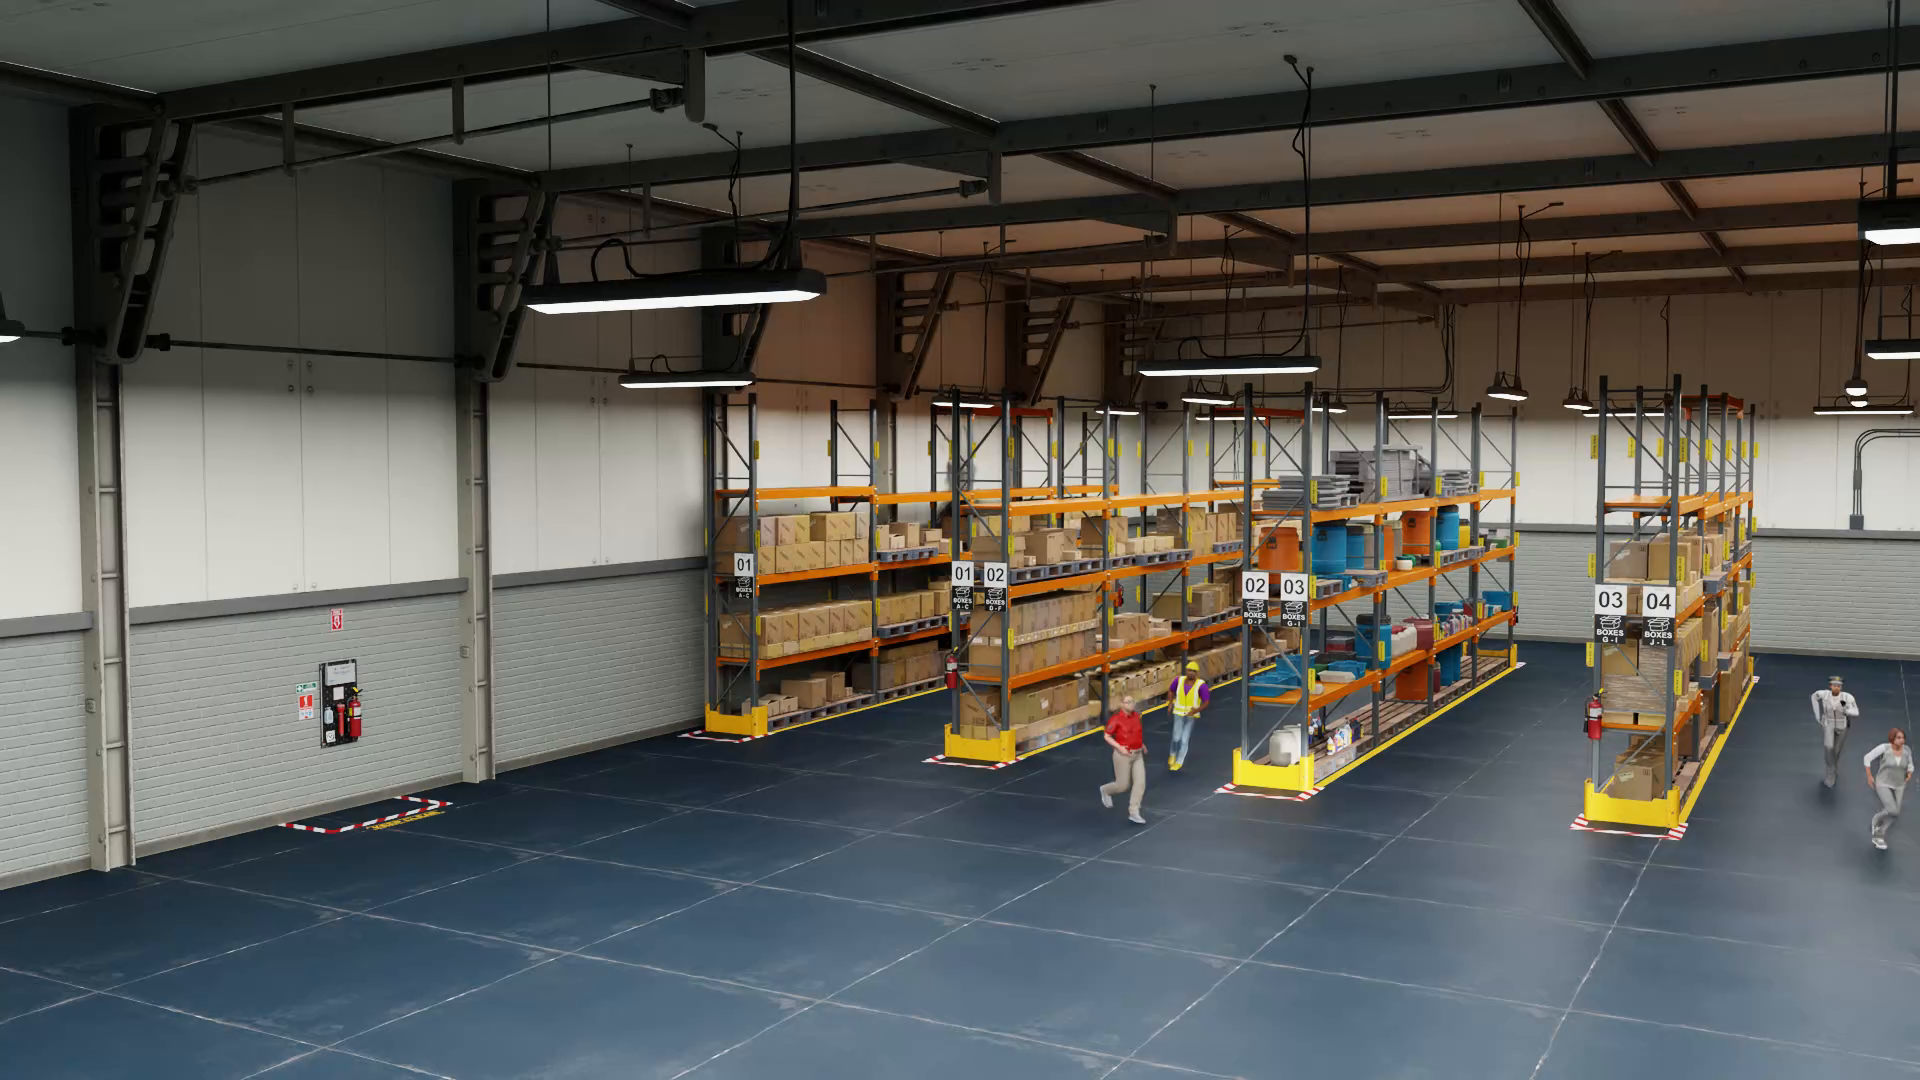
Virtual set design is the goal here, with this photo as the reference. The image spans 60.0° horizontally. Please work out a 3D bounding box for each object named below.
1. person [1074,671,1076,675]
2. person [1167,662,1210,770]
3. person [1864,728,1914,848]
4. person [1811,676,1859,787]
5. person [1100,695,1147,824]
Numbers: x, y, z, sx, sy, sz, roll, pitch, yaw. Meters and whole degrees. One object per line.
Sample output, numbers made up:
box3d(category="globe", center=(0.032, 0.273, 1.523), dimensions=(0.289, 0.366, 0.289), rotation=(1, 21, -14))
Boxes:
box3d(category="person", center=(2.297, 2.309, 33.839), dimensions=(0.669, 1.733, 0.760), rotation=(1, 3, 25))
box3d(category="person", center=(3.556, 2.748, 25.922), dimensions=(0.672, 1.705, 0.570), rotation=(1, 3, 14))
box3d(category="person", center=(11.656, 3.105, 20.800), dimensions=(0.511, 1.541, 0.588), rotation=(0, 3, -2))
box3d(category="person", center=(13.089, 2.833, 24.901), dimensions=(0.603, 1.665, 0.891), rotation=(1, 3, 21))
box3d(category="person", center=(2.254, 2.941, 22.524), dimensions=(0.667, 1.707, 0.835), rotation=(-2, 4, -31))
